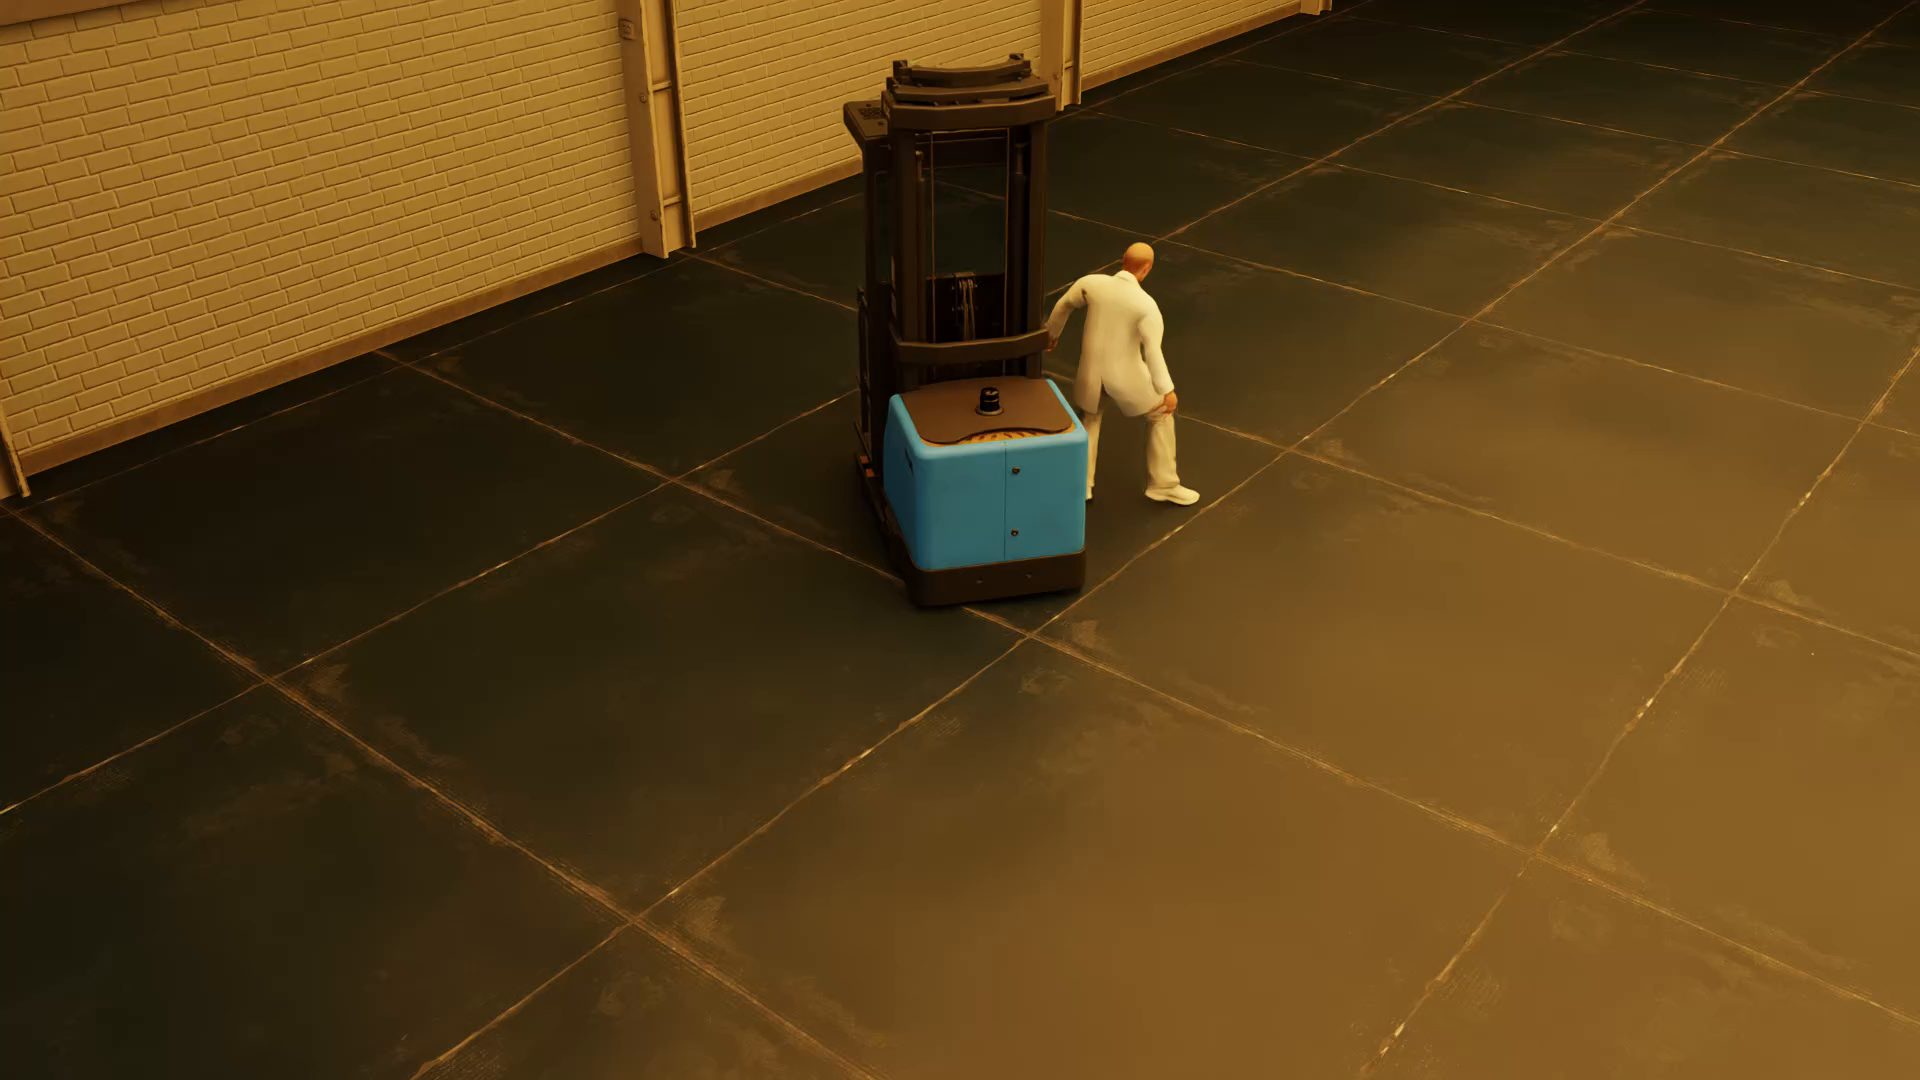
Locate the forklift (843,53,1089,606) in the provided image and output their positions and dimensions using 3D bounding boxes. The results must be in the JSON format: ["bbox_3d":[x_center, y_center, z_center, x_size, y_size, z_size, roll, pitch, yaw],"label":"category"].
[{"bbox_3d":[-0.086,-1.610,10.350,1.130,2.935,3.031,-7,31,-11],"label":"forklift"}]

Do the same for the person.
[{"bbox_3d":[1.006,-1.051,10.637,1.138,1.719,0.494,16,34,26],"label":"person"}]
